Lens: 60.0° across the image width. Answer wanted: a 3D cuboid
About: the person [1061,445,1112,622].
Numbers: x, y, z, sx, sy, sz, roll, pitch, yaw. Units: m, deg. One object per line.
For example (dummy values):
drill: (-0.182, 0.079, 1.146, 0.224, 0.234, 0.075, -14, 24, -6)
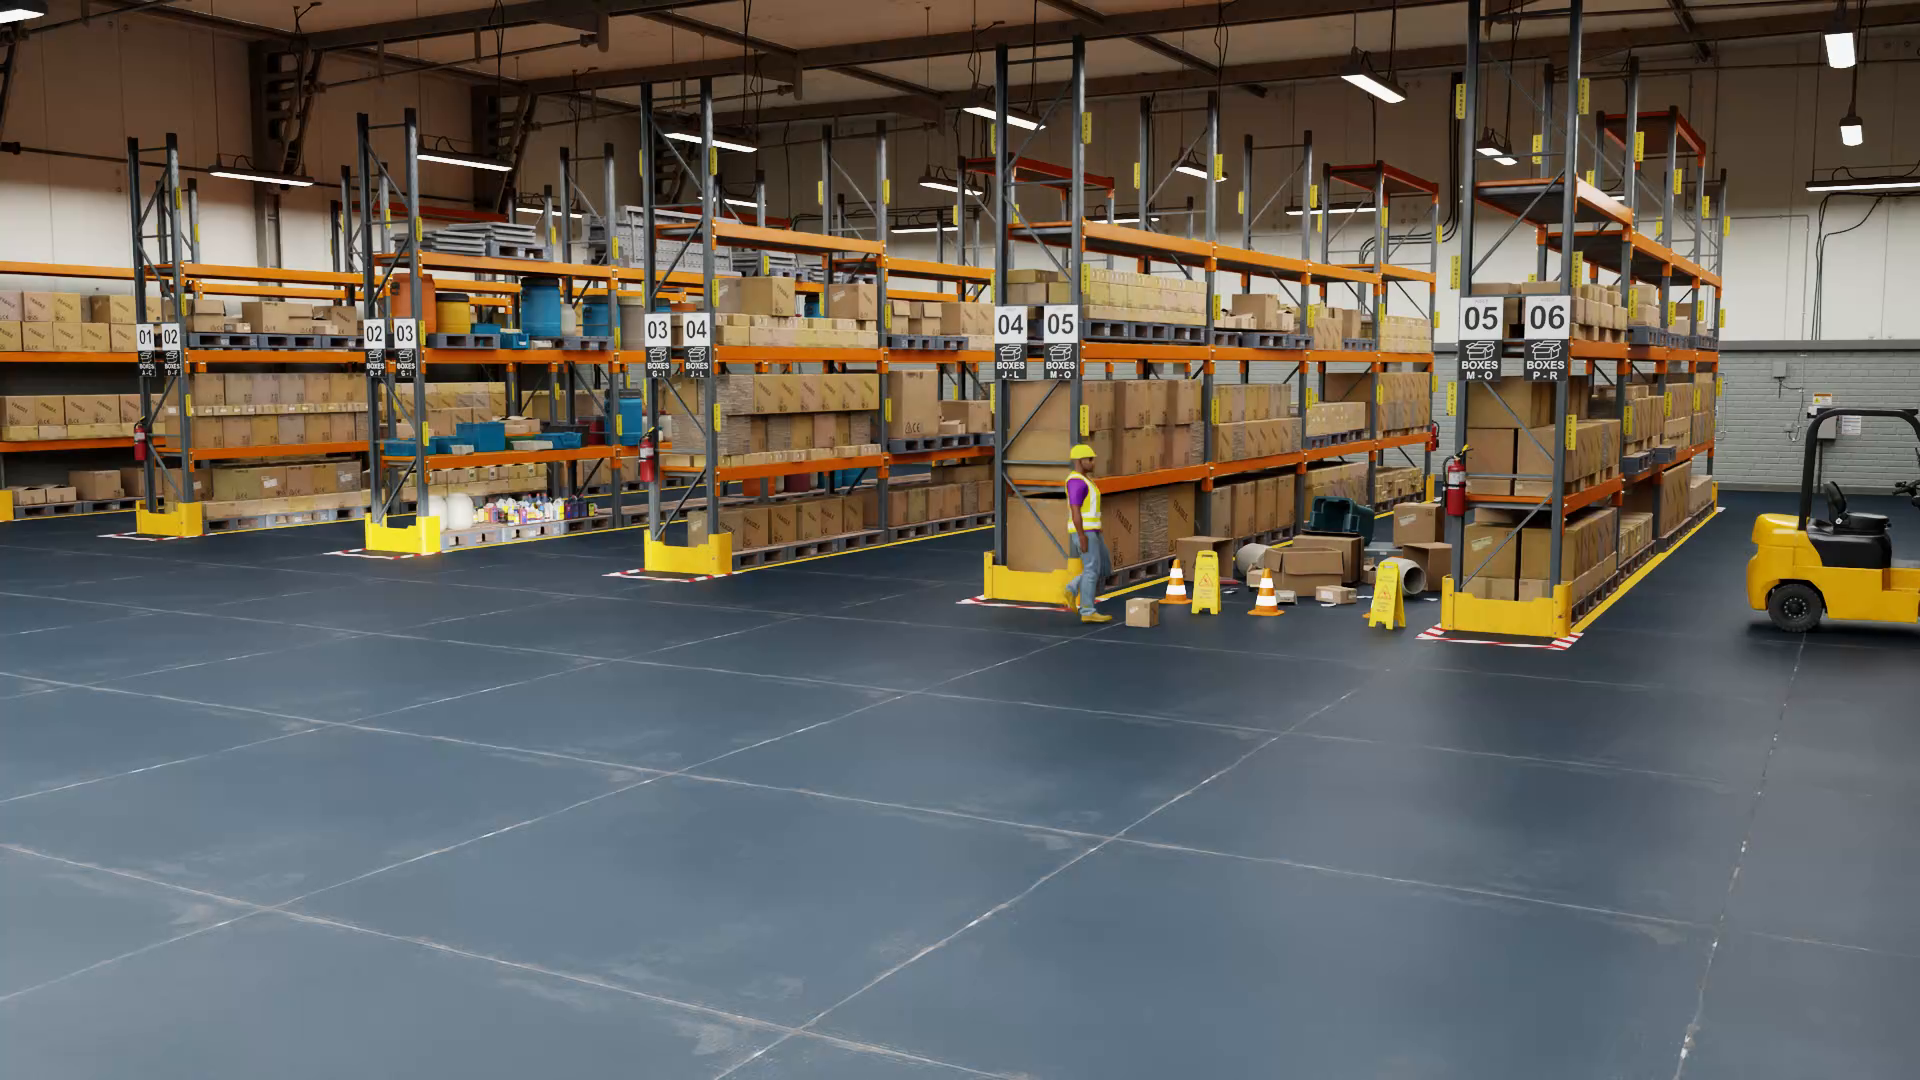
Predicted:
person: (1.268, -0.075, 16.598, 0.544, 1.752, 0.589, 1, 6, 12)
